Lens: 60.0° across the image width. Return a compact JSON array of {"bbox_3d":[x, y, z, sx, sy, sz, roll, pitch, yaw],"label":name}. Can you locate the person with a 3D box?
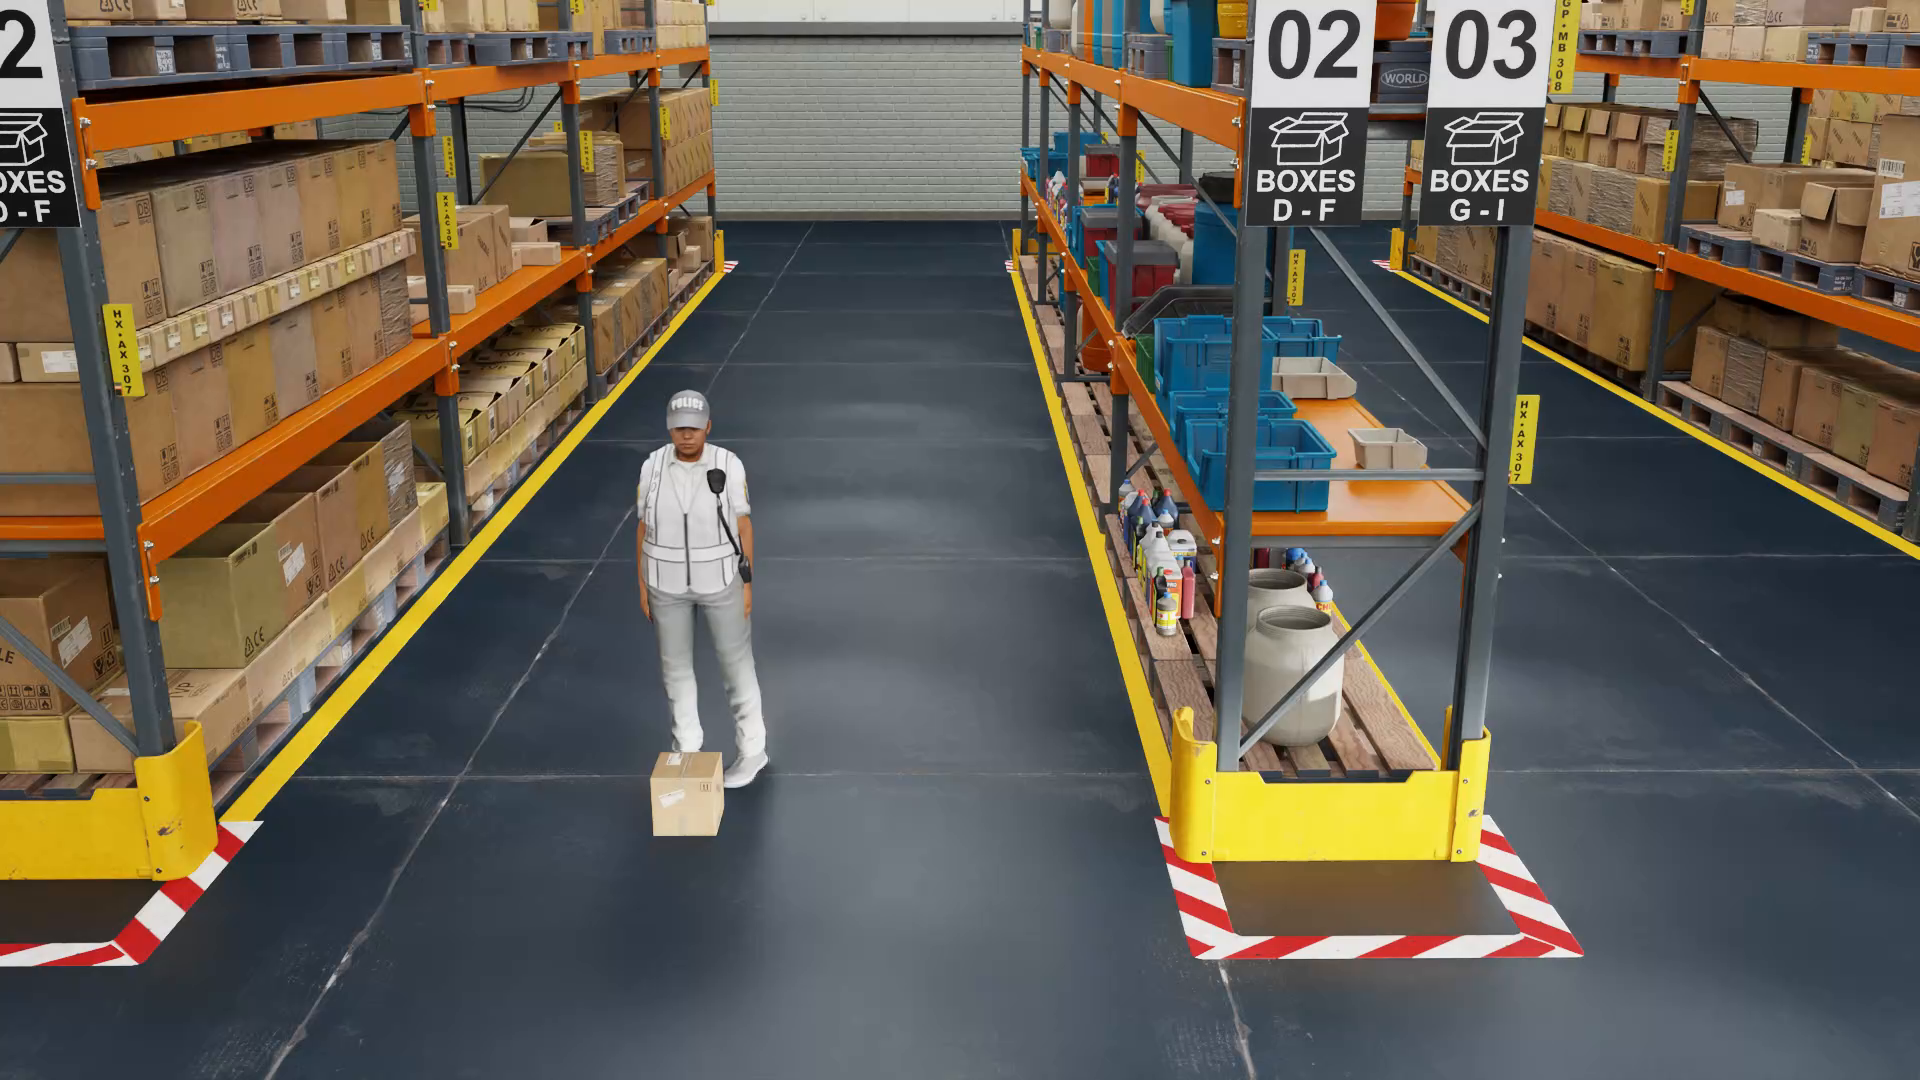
[{"bbox_3d":[-1.084,0.198,6.906,0.506,1.670,0.387,-1,17,-2],"label":"person"}]
